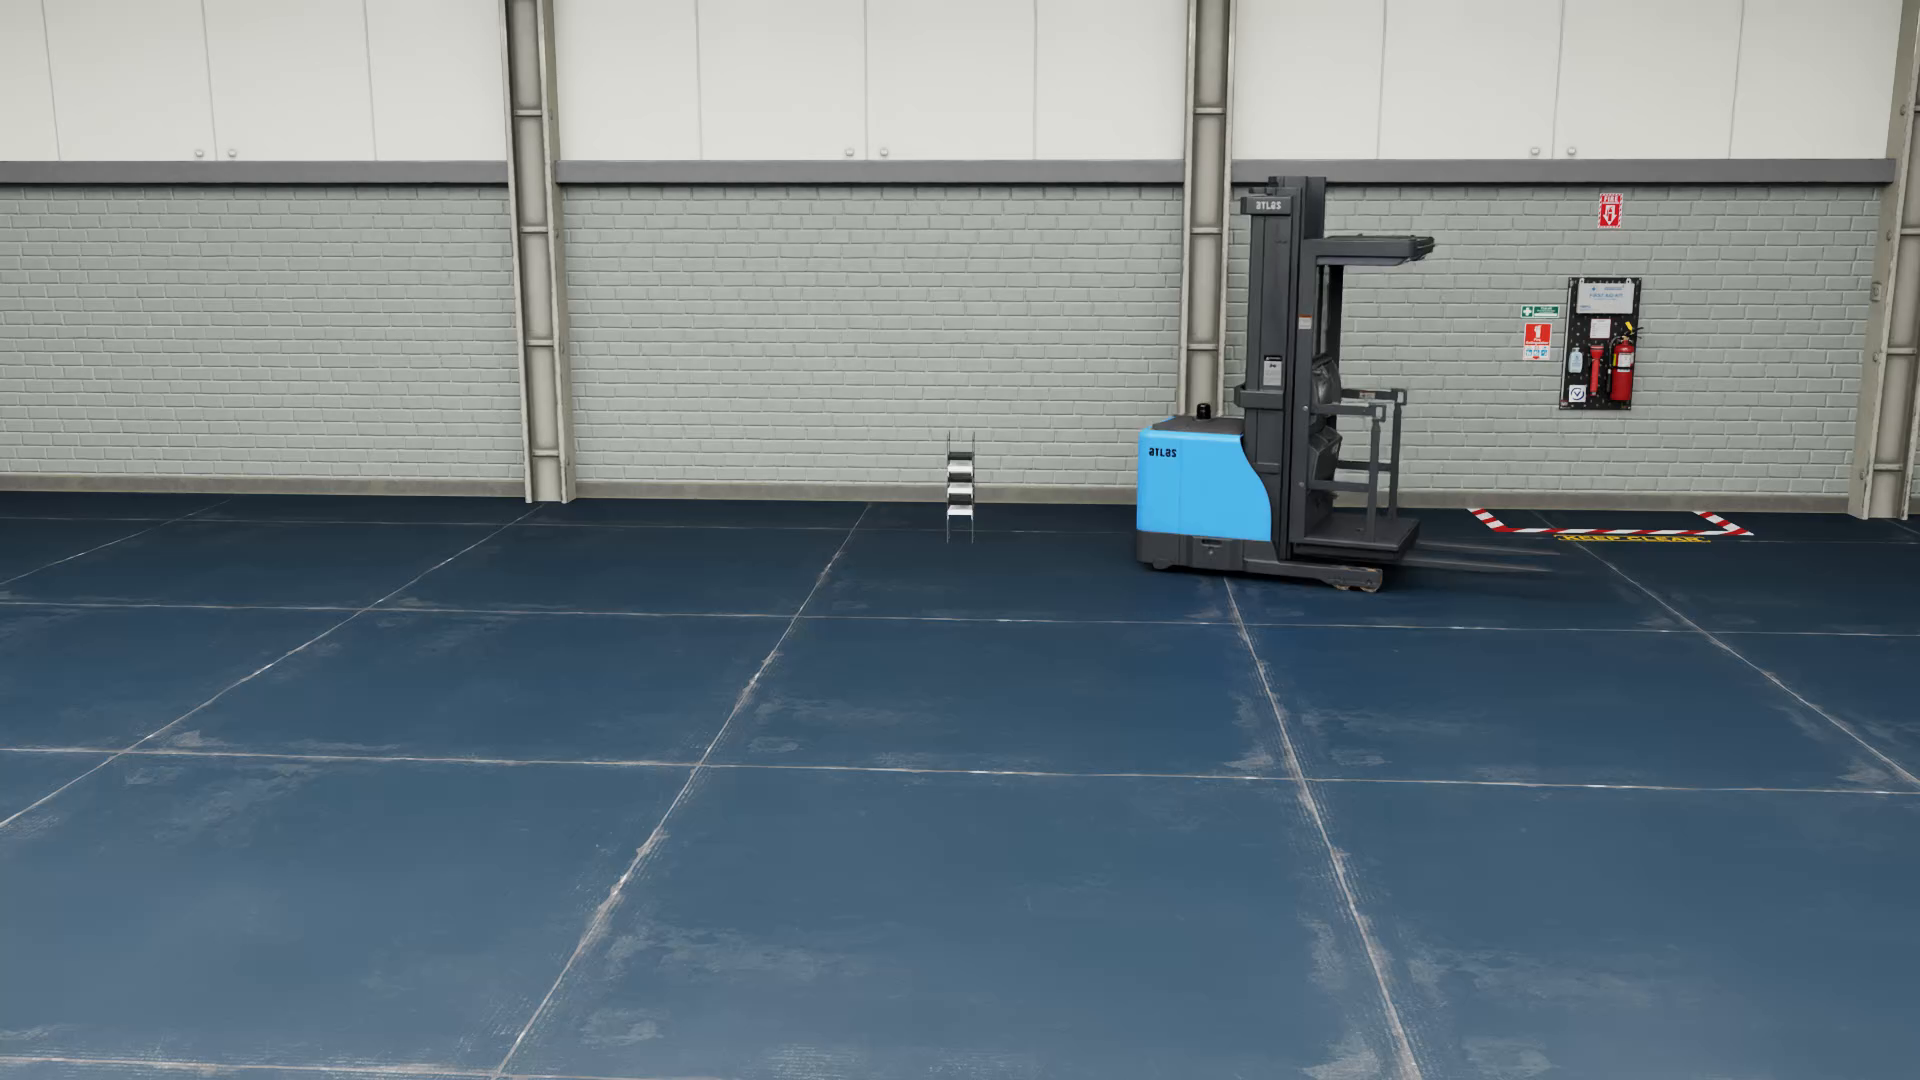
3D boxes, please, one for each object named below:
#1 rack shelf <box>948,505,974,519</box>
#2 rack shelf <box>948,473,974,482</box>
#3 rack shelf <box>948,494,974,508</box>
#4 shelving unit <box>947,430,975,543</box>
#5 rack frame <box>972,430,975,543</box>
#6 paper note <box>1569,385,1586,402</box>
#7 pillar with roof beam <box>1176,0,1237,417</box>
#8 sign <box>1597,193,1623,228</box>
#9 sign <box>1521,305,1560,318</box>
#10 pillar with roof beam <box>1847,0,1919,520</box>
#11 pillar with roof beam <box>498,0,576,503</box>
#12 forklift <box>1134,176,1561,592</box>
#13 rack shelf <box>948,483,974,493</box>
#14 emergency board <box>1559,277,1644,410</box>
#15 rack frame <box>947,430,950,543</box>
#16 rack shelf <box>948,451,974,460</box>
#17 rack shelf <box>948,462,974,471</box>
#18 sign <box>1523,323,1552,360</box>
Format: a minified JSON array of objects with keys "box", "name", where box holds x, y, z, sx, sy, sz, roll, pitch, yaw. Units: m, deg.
[{"box":[0.008,-0.232,13.719,0.200,0.077,0.258,1,12,4],"name":"rack shelf"},{"box":[0.008,-0.496,13.664,0.200,0.077,0.258,1,12,4],"name":"rack shelf"},{"box":[0.008,-0.320,13.701,0.200,0.077,0.258,1,12,4],"name":"rack shelf"},{"box":[0.008,-0.440,13.675,0.210,0.900,0.258,1,12,4],"name":"shelving unit"},{"box":[0.110,-0.439,13.669,0.006,0.900,0.240,1,12,4],"name":"rack frame"},{"box":[5.513,-1.307,14.843,0.142,0.148,0.016,1,12,4],"name":"paper note"},{"box":[1.874,-3.819,10.049,0.400,9.000,9.100,1,12,4],"name":"pillar with roof beam"},{"box":[5.684,-2.877,14.534,0.199,0.298,0.001,1,12,4],"name":"sign"},{"box":[5.144,-2.026,14.744,0.331,0.109,0.001,1,12,4],"name":"sign"},{"box":[7.860,-3.737,9.656,0.400,9.000,9.100,1,12,4],"name":"pillar with roof beam"},{"box":[-4.113,-3.901,10.441,0.400,9.000,9.100,1,12,4],"name":"pillar with roof beam"},{"box":[2.894,-1.181,12.258,3.031,2.935,1.130,5,13,23],"name":"forklift"},{"box":[0.008,-0.408,13.682,0.200,0.077,0.258,1,12,4],"name":"rack shelf"},{"box":[5.685,-1.722,14.674,0.643,1.169,0.194,1,12,4],"name":"emergency board"},{"box":[-0.093,-0.442,13.682,0.006,0.900,0.240,1,12,4],"name":"rack frame"},{"box":[0.008,-0.672,13.627,0.200,0.077,0.258,1,12,4],"name":"rack shelf"},{"box":[0.008,-0.584,13.645,0.200,0.077,0.258,1,12,4],"name":"rack shelf"},{"box":[5.140,-1.768,14.807,0.234,0.329,0.001,1,12,4],"name":"sign"}]
